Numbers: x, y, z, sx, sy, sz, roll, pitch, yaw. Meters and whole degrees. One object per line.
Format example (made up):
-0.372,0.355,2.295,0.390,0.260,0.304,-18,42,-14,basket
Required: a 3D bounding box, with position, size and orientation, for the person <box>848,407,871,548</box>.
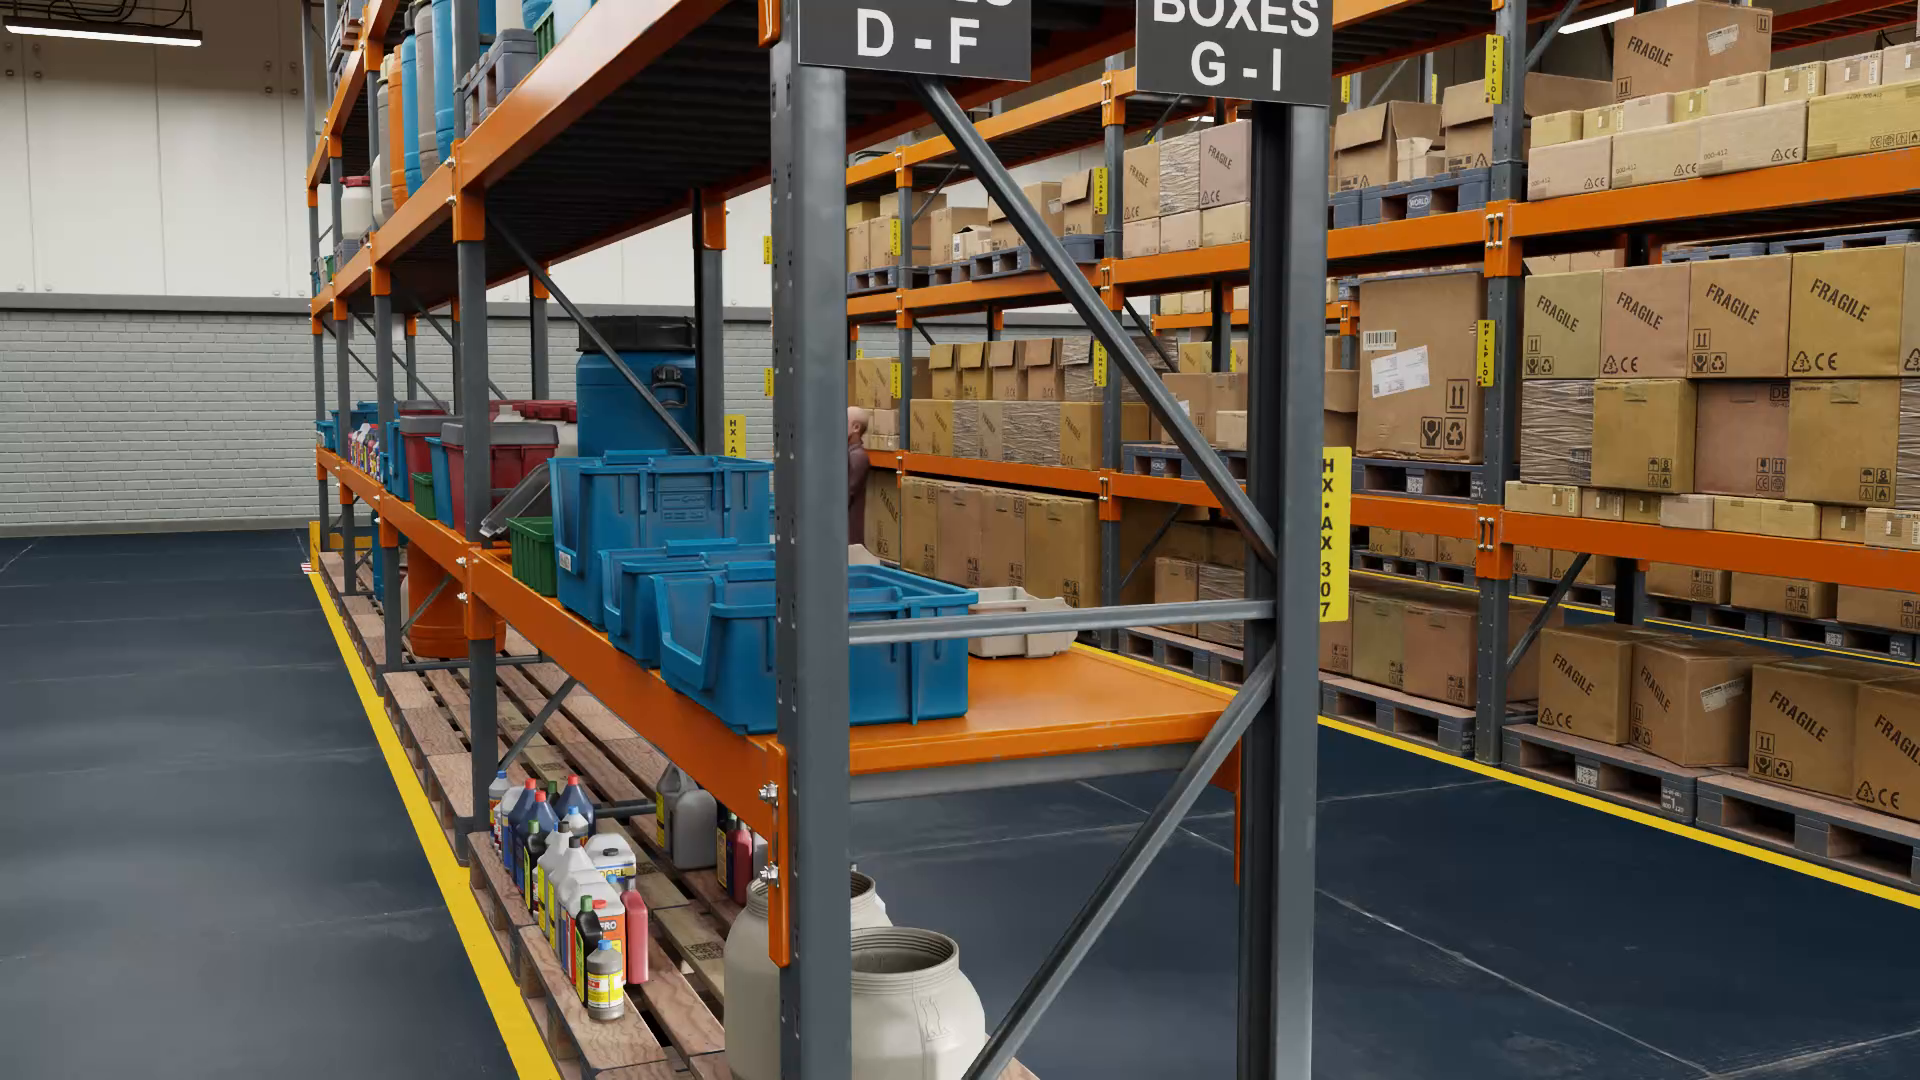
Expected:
-0.879,-0.016,11.321,0.540,1.779,0.562,-1,5,-13,person
